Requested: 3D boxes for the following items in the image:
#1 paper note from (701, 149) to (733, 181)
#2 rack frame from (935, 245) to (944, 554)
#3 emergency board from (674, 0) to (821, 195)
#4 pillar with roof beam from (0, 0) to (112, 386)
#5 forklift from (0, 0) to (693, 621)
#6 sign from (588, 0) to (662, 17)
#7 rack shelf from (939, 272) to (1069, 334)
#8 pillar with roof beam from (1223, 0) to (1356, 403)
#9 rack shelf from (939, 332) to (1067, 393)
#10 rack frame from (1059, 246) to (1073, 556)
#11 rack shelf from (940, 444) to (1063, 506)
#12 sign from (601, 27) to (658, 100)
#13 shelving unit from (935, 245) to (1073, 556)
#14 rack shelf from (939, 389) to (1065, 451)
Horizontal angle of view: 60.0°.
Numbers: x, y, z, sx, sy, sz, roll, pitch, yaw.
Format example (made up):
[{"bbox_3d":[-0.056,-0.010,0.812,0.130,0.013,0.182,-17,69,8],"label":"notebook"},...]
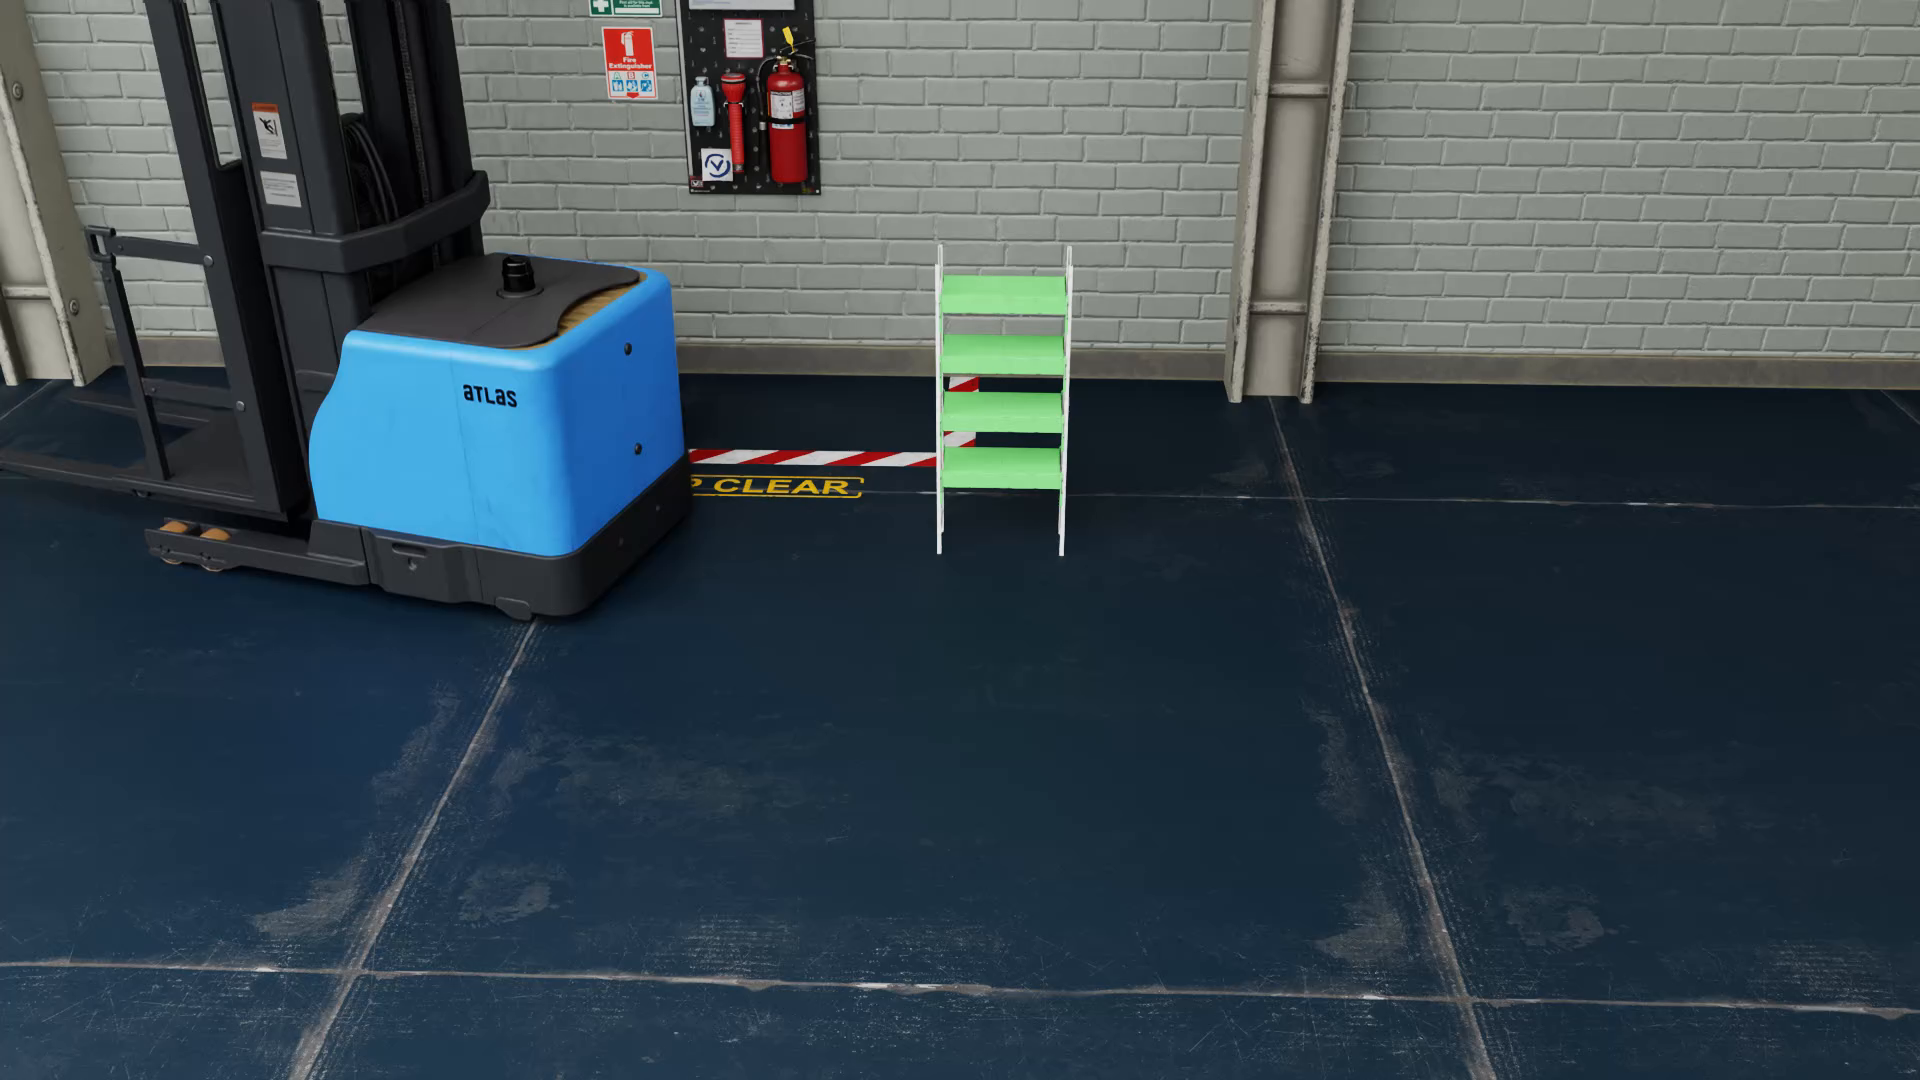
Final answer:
[{"bbox_3d":[-1.142,-1.762,7.812,0.142,0.148,0.016,1,28,2],"label":"paper note"},{"bbox_3d":[-0.078,-0.531,6.471,0.015,1.200,0.240,1,28,2],"label":"rack frame"},{"bbox_3d":[-0.967,-2.116,7.539,0.643,1.169,0.194,1,28,2],"label":"emergency board"},{"bbox_3d":[-4.647,-2.792,2.409,0.400,9.000,9.100,1,28,2],"label":"pillar with roof beam"},{"bbox_3d":[-2.677,-1.394,6.250,3.031,2.935,1.130,9,29,16],"label":"forklift"},{"bbox_3d":[-1.512,-2.419,7.507,0.331,0.109,0.001,1,28,2],"label":"sign"},{"bbox_3d":[0.165,-0.895,6.269,0.480,0.148,0.258,1,28,2],"label":"rack shelf"},{"bbox_3d":[1.349,-2.693,2.222,0.400,9.000,9.100,1,28,2],"label":"pillar with roof beam"},{"bbox_3d":[0.165,-0.683,6.381,0.480,0.148,0.258,1,28,2],"label":"rack shelf"},{"bbox_3d":[0.409,-0.523,6.456,0.015,1.200,0.240,1,28,2],"label":"rack frame"},{"bbox_3d":[0.165,-0.259,6.606,0.480,0.148,0.258,1,28,2],"label":"rack shelf"},{"bbox_3d":[-1.516,-2.189,7.639,0.234,0.329,0.001,1,28,2],"label":"sign"},{"bbox_3d":[0.165,-0.527,6.464,0.503,1.200,0.258,1,28,2],"label":"shelving unit"},{"bbox_3d":[0.165,-0.471,6.494,0.480,0.148,0.258,1,28,2],"label":"rack shelf"}]
